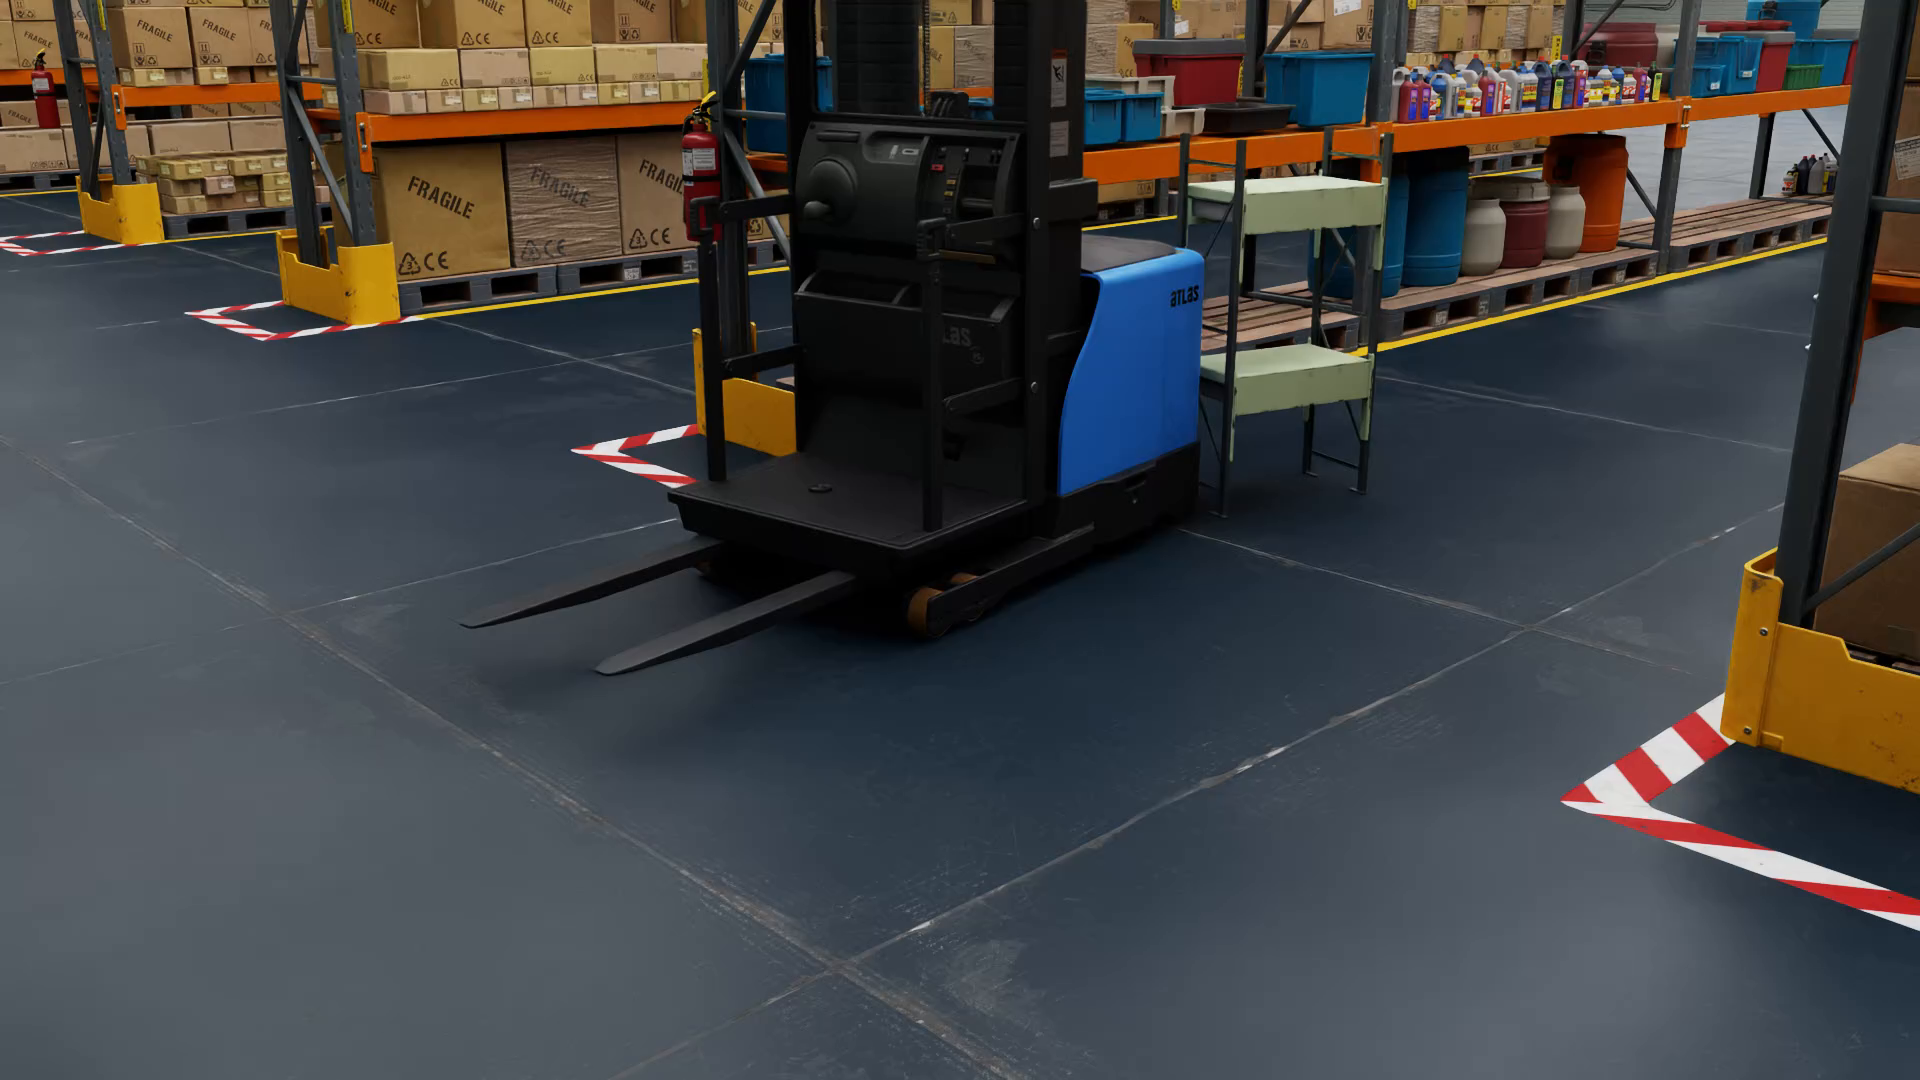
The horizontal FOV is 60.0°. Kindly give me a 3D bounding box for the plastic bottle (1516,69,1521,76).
[{"bbox_3d":[3.719,-3.008,11.108,0.097,0.271,0.097,0,18,0],"label":"plastic bottle"}]

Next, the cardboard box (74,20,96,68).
[{"bbox_3d":[-9.707,-5.505,18.437,0.500,0.500,0.500,-16,24,-41],"label":"cardboard box"}]

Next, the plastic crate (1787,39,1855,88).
[{"bbox_3d":[7.359,-4.104,14.303,0.575,0.384,0.392,-16,24,-41],"label":"plastic crate"}]

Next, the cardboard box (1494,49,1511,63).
[{"bbox_3d":[6.368,-5.805,19.931,0.250,0.149,0.380,-16,24,-41],"label":"cardboard box"}]

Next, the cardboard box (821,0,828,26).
[{"bbox_3d":[-0.810,-4.491,13.685,0.637,0.503,0.797,-17,25,-42],"label":"cardboard box"}]

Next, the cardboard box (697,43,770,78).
[{"bbox_3d":[-1.784,-3.637,12.599,0.500,0.250,0.500,-15,23,-39],"label":"cardboard box"}]

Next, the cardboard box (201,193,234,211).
[{"bbox_3d":[-6.775,-3.071,15.036,0.250,0.149,0.380,-16,24,-41],"label":"cardboard box"}]

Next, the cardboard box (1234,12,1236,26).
[{"bbox_3d":[3.493,-7.366,24.097,0.550,0.550,0.875,-16,24,-41],"label":"cardboard box"}]

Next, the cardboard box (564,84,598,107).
[{"bbox_3d":[-2.758,-3.137,11.702,0.250,0.149,0.380,-17,24,-41],"label":"cardboard box"}]

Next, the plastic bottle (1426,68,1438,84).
[{"bbox_3d":[3.196,-3.052,11.243,0.097,0.271,0.097,0,18,0],"label":"plastic bottle"}]

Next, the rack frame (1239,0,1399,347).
[{"bbox_3d":[2.134,-2.719,10.009,0.127,3.000,1.000,-16,24,-41],"label":"rack frame"}]

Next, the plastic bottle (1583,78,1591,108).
[{"bbox_3d":[4.281,-3.078,11.435,0.097,0.201,0.097,0,18,0],"label":"plastic bottle"}]

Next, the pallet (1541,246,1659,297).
[{"bbox_3d":[4.496,-2.064,12.509,1.213,0.211,1.003,-16,24,-41],"label":"pallet"}]

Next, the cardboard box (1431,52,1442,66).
[{"bbox_3d":[5.260,-5.492,18.969,0.250,0.149,0.380,-16,24,-41],"label":"cardboard box"}]

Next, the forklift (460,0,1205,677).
[{"bbox_3d":[-0.321,-1.241,5.560,1.130,2.935,3.031,13,22,35],"label":"forklift"}]

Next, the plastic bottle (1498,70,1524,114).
[{"bbox_3d":[3.574,-2.918,10.824,0.135,0.276,0.152,-16,24,-41],"label":"plastic bottle"}]

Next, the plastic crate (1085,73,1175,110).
[{"bbox_3d":[0.898,-2.409,9.147,0.530,0.282,0.437,-16,24,-41],"label":"plastic crate"}]

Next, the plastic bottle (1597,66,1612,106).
[{"bbox_3d":[4.493,-3.173,11.615,0.097,0.271,0.097,0,18,0],"label":"plastic bottle"}]

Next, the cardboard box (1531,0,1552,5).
[{"bbox_3d":[6.861,-6.758,20.198,0.500,0.500,0.500,-16,24,-41],"label":"cardboard box"}]

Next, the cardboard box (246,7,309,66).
[{"bbox_3d":[-6.257,-4.557,15.032,0.500,0.500,0.500,-16,24,-40],"label":"cardboard box"}]

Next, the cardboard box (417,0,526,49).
[{"bbox_3d":[-3.278,-3.556,11.133,0.500,0.500,0.500,-17,25,-42],"label":"cardboard box"}]

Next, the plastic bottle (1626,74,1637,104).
[{"bbox_3d":[4.776,-3.222,11.881,0.097,0.201,0.097,0,18,0],"label":"plastic bottle"}]

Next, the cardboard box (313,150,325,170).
[{"bbox_3d":[-5.953,-3.560,15.577,0.250,0.149,0.380,-16,24,-40],"label":"cardboard box"}]

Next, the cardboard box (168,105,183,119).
[{"bbox_3d":[-11.337,-6.343,24.556,0.500,0.500,0.500,-16,24,-41],"label":"cardboard box"}]

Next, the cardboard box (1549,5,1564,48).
[{"bbox_3d":[7.032,-6.451,20.873,0.500,0.500,0.875,-16,24,-41],"label":"cardboard box"}]

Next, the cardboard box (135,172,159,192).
[{"bbox_3d":[-7.322,-3.276,15.183,0.250,0.149,0.380,-17,25,-42],"label":"cardboard box"}]

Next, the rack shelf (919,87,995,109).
[{"bbox_3d":[0.185,-3.911,14.850,4.000,0.370,1.077,-16,24,-41],"label":"rack shelf"}]

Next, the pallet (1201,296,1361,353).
[{"bbox_3d":[1.627,-1.228,9.931,1.213,0.211,1.003,-16,24,-41],"label":"pallet"}]

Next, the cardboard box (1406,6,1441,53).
[{"bbox_3d":[4.914,-5.795,18.850,0.500,0.500,0.875,-16,24,-41],"label":"cardboard box"}]

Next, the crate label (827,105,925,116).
[{"bbox_3d":[-0.367,-1.799,7.345,0.303,0.233,0.416,-16,24,-41],"label":"crate label"}]

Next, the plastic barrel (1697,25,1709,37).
[{"bbox_3d":[5.947,-3.975,13.701,0.421,0.512,0.421,0,18,0],"label":"plastic barrel"}]

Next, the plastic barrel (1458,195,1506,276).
[{"bbox_3d":[3.527,-2.097,11.441,0.421,0.512,0.421,0,18,0],"label":"plastic barrel"}]

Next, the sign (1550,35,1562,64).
[{"bbox_3d":[4.658,-3.766,12.973,0.005,0.325,0.100,-16,24,-41],"label":"sign"}]

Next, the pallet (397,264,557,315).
[{"bbox_3d":[-3.648,-1.842,11.825,1.213,0.211,1.003,-16,24,-41],"label":"pallet"}]

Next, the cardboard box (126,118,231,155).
[{"bbox_3d":[-9.257,-4.732,19.690,0.875,0.438,0.875,17,25,42],"label":"cardboard box"}]

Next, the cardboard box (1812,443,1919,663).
[{"bbox_3d":[2.854,0.048,4.811,0.500,0.500,0.500,-16,24,-41],"label":"cardboard box"}]

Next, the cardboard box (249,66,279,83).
[{"bbox_3d":[-6.352,-4.236,15.094,0.250,0.149,0.380,-17,24,-41],"label":"cardboard box"}]

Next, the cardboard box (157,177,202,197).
[{"bbox_3d":[-6.952,-3.153,14.806,0.250,0.149,0.380,-15,23,-39],"label":"cardboard box"}]

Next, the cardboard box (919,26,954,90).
[{"bbox_3d":[-0.398,-4.025,13.874,0.500,0.500,0.500,-16,24,-41],"label":"cardboard box"}]

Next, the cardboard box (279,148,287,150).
[{"bbox_3d":[-6.320,-3.675,15.933,0.380,0.149,0.250,17,25,42],"label":"cardboard box"}]

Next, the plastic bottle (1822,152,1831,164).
[{"bbox_3d":[8.591,-3.674,16.534,0.185,0.351,0.144,-16,24,-41],"label":"plastic bottle"}]

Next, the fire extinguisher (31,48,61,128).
[{"bbox_3d":[-8.010,-3.951,14.536,0.183,0.674,0.296,-16,24,-41],"label":"fire extinguisher"}]

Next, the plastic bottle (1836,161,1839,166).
[{"bbox_3d":[8.680,-3.624,16.491,0.133,0.283,0.061,-16,24,-41],"label":"plastic bottle"}]

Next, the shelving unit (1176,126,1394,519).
[{"bbox_3d":[1.305,-0.909,6.855,0.755,1.500,0.431,-9,20,-27],"label":"shelving unit"}]

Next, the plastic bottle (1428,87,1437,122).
[{"bbox_3d":[2.862,-2.664,10.159,0.097,0.201,0.097,0,18,0],"label":"plastic bottle"}]

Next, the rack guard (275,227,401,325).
[{"bbox_3d":[-4.193,-1.788,11.188,0.348,0.500,1.175,-16,24,-41],"label":"rack guard"}]

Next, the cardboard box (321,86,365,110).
[{"bbox_3d":[-4.143,-3.012,11.317,0.250,0.149,0.380,-16,24,-40],"label":"cardboard box"}]

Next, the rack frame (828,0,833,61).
[{"bbox_3d":[-1.269,-3.829,13.432,0.127,3.000,1.000,-16,24,-41],"label":"rack frame"}]

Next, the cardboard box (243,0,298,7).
[{"bbox_3d":[-6.245,-5.029,14.865,0.500,0.500,0.500,-17,25,-42],"label":"cardboard box"}]

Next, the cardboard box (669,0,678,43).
[{"bbox_3d":[-2.156,-4.109,12.841,0.500,0.500,0.500,-16,24,-41],"label":"cardboard box"}]

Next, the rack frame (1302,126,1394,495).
[{"bbox_3d":[1.627,-0.962,7.020,0.023,1.500,0.400,-9,20,-27],"label":"rack frame"}]

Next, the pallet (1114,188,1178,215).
[{"bbox_3d":[2.207,-3.516,16.986,1.213,0.211,1.003,-16,24,-41],"label":"pallet"}]

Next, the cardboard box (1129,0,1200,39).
[{"bbox_3d":[2.003,-5.048,16.347,0.500,0.500,0.500,14,23,37],"label":"cardboard box"}]

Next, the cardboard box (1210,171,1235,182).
[{"bbox_3d":[2.505,-3.964,17.187,0.700,0.500,0.500,15,24,39],"label":"cardboard box"}]

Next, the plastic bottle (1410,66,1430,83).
[{"bbox_3d":[3.097,-3.078,11.317,0.135,0.276,0.152,-16,24,-41],"label":"plastic bottle"}]

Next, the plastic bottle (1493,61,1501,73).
[{"bbox_3d":[3.872,-3.327,12.072,0.133,0.283,0.061,-16,24,-41],"label":"plastic bottle"}]
